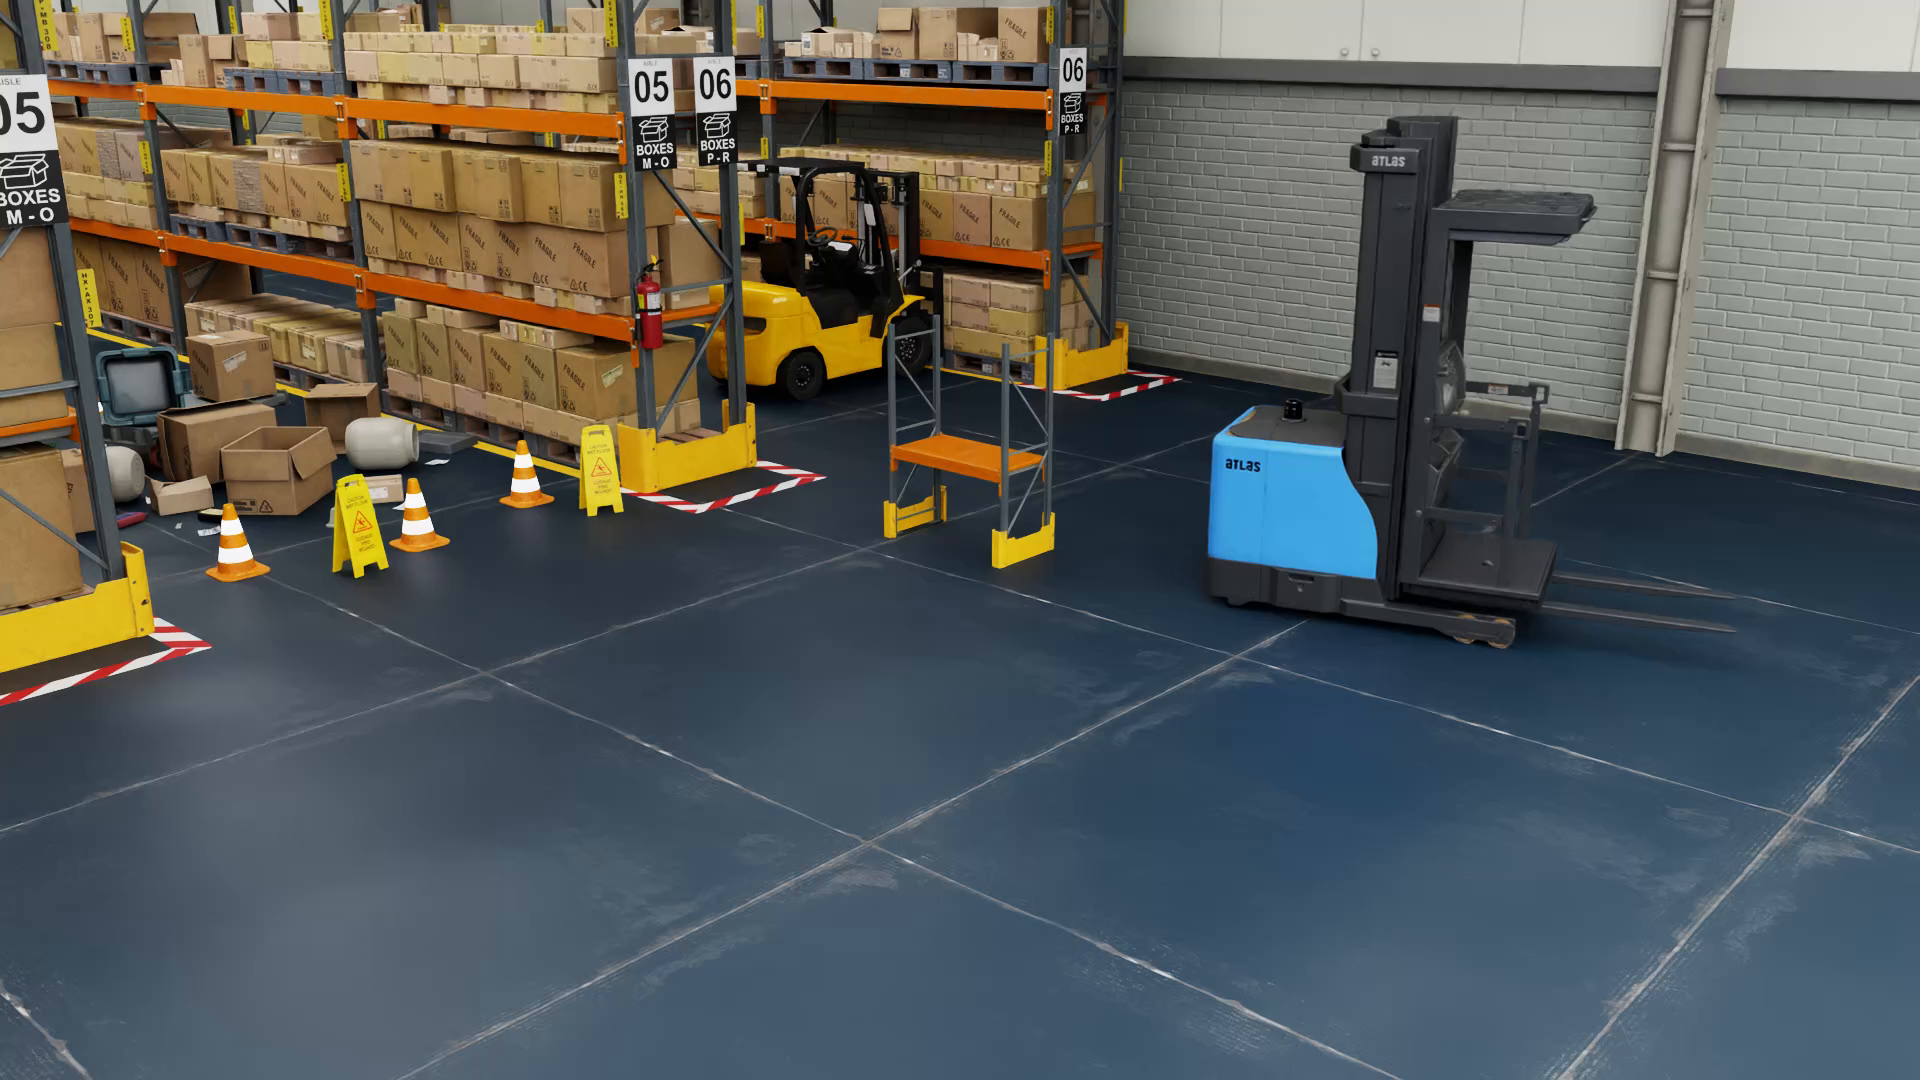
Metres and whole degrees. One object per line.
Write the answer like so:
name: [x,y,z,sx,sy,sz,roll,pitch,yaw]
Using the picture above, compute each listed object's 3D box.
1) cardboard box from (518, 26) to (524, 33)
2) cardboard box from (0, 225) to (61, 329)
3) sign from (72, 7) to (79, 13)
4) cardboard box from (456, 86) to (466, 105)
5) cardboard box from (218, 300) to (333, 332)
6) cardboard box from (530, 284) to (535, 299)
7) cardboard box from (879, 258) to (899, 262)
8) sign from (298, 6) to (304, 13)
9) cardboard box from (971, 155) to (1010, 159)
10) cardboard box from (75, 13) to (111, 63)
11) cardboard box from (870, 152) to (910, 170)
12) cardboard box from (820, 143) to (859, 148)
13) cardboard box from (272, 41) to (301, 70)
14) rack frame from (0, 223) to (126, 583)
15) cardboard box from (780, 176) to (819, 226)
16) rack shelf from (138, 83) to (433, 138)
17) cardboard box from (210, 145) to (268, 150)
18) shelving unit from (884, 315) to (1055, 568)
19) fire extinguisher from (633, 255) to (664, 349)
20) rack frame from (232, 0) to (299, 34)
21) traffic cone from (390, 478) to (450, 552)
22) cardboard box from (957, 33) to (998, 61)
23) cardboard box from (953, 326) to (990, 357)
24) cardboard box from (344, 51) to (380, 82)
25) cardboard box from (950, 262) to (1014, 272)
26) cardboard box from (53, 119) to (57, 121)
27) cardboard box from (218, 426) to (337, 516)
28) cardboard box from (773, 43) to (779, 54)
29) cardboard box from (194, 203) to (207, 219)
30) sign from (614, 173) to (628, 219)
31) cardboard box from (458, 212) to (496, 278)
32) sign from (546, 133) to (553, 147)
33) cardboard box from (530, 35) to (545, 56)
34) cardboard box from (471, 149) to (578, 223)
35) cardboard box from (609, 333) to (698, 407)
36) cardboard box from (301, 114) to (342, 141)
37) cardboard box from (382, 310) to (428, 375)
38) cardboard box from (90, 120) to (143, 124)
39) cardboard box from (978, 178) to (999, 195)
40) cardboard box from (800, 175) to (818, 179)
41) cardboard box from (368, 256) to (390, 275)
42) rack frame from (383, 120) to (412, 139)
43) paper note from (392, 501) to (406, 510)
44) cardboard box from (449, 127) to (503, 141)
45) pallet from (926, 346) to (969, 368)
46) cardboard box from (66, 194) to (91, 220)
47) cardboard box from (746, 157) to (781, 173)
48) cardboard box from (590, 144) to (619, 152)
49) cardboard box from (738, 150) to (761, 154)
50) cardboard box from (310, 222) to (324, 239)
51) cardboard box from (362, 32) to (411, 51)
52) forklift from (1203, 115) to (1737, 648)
cardboard box: [-5.359,-6.430,21.051,0.250,0.149,0.380,14,22,37]
cardboard box: [-5.549,-1.460,9.220,0.550,0.550,0.875,15,23,39]
sign: [-10.709,-6.291,20.142,0.005,0.325,0.100,15,23,39]
cardboard box: [-3.854,-3.615,13.502,0.250,0.149,0.380,15,23,40]
cardboard box: [-7.097,-2.223,17.306,0.625,0.372,0.950,14,23,38]
cardboard box: [-3.260,-2.048,13.521,0.250,0.149,0.380,15,23,40]
cardboard box: [-0.878,-2.853,17.842,0.500,0.250,0.500,16,24,41]
sign: [-10.379,-8.240,26.196,0.005,0.325,0.100,15,23,39]
cardboard box: [0.326,-3.879,17.147,0.250,0.149,0.380,16,24,41]
cardboard box: [-8.937,-5.370,17.757,0.500,0.500,0.700,14,22,37]
cardboard box: [-0.729,-3.984,17.478,0.250,0.149,0.380,15,23,39]
cardboard box: [-1.348,-4.361,18.664,0.250,0.149,0.380,15,23,39]
cardboard box: [-5.987,-4.480,15.363,0.500,0.250,0.500,15,23,40]
rack frame: [-5.297,-0.791,9.144,0.127,3.000,1.000,15,23,39]
cardboard box: [-1.628,-3.757,18.326,0.500,0.500,0.500,14,22,38]
rack shelf: [-6.575,-4.222,16.188,4.000,0.370,1.077,15,23,39]
cardboard box: [-7.546,-3.898,17.585,0.500,0.500,0.500,14,22,38]
shelving unit: [0.057,-0.700,11.337,1.083,1.500,0.587,15,23,39]
fire extinguisher: [-2.307,-1.767,12.347,0.183,0.674,0.296,15,23,39]
rack frame: [-10.762,-9.127,25.493,0.127,3.000,1.000,15,23,39]
traffic cone: [-3.747,-0.197,11.466,0.334,0.463,0.336,15,23,39]
cardboard box: [0.194,-4.817,16.234,0.258,0.266,0.396,15,23,39]
cardboard box: [0.278,-2.069,17.024,0.500,0.250,0.500,15,23,39]
cardboard box: [-4.931,-4.084,14.318,0.500,0.250,0.500,14,23,38]
cardboard box: [0.228,-2.762,17.555,0.500,0.250,0.500,15,23,39]
cardboard box: [-10.924,-4.711,19.679,0.500,0.500,0.500,15,23,40]
cardboard box: [-5.081,-0.521,12.421,0.637,0.503,0.797,0,18,2]
cardboard box: [-2.291,-5.630,18.991,0.250,0.149,0.380,15,23,39]
cardboard box: [-7.588,-3.380,17.026,0.250,0.149,0.380,13,22,36]
sign: [-2.470,-2.512,12.131,0.005,0.325,0.100,15,23,39]
cardboard box: [-3.786,-2.476,13.797,0.500,0.500,0.500,15,23,40]
sign: [-5.132,-5.050,20.783,0.005,0.325,0.100,15,23,39]
cardboard box: [-3.062,-3.792,12.740,0.250,0.149,0.380,15,23,40]
cardboard box: [-3.437,-2.832,13.268,0.500,0.500,0.700,15,23,39]
cardboard box: [-2.525,-1.407,13.698,0.500,0.500,0.500,14,22,37]
cardboard box: [-9.479,-6.242,24.837,0.500,0.500,0.500,16,23,41]
cardboard box: [-4.817,-1.801,14.941,0.500,0.500,0.500,16,24,42]
cardboard box: [-9.803,-4.623,19.402,0.500,0.500,0.500,16,24,41]
cardboard box: [0.395,-3.528,16.532,0.250,0.149,0.380,16,23,40]
cardboard box: [-1.528,-4.039,18.143,0.250,0.149,0.380,16,23,41]
cardboard box: [-5.056,-2.478,14.877,0.250,0.149,0.380,15,23,39]
rack frame: [-7.770,-5.464,23.870,0.127,3.000,1.000,15,23,39]
paper note: [-4.115,-0.255,12.365,0.142,0.019,0.148,7,19,21]
cardboard box: [-6.583,-5.302,22.501,0.500,0.500,0.700,15,23,39]
pallet: [-0.303,-2.115,17.925,1.213,0.211,1.003,15,23,39]
cardboard box: [-9.780,-3.808,18.900,0.500,0.250,0.500,15,23,38]
cardboard box: [-2.190,-4.233,18.753,0.250,0.149,0.380,16,24,41]
cardboard box: [-4.326,-4.788,20.502,0.250,0.149,0.380,16,24,41]
cardboard box: [-2.464,-4.496,19.583,0.250,0.149,0.380,15,23,39]
cardboard box: [-5.832,-2.912,15.550,0.250,0.149,0.380,14,22,38]
cardboard box: [-4.846,-4.241,14.155,0.250,0.149,0.380,16,24,41]
forklift: [3.082,-0.953,9.769,3.031,2.935,1.130,8,19,23]
